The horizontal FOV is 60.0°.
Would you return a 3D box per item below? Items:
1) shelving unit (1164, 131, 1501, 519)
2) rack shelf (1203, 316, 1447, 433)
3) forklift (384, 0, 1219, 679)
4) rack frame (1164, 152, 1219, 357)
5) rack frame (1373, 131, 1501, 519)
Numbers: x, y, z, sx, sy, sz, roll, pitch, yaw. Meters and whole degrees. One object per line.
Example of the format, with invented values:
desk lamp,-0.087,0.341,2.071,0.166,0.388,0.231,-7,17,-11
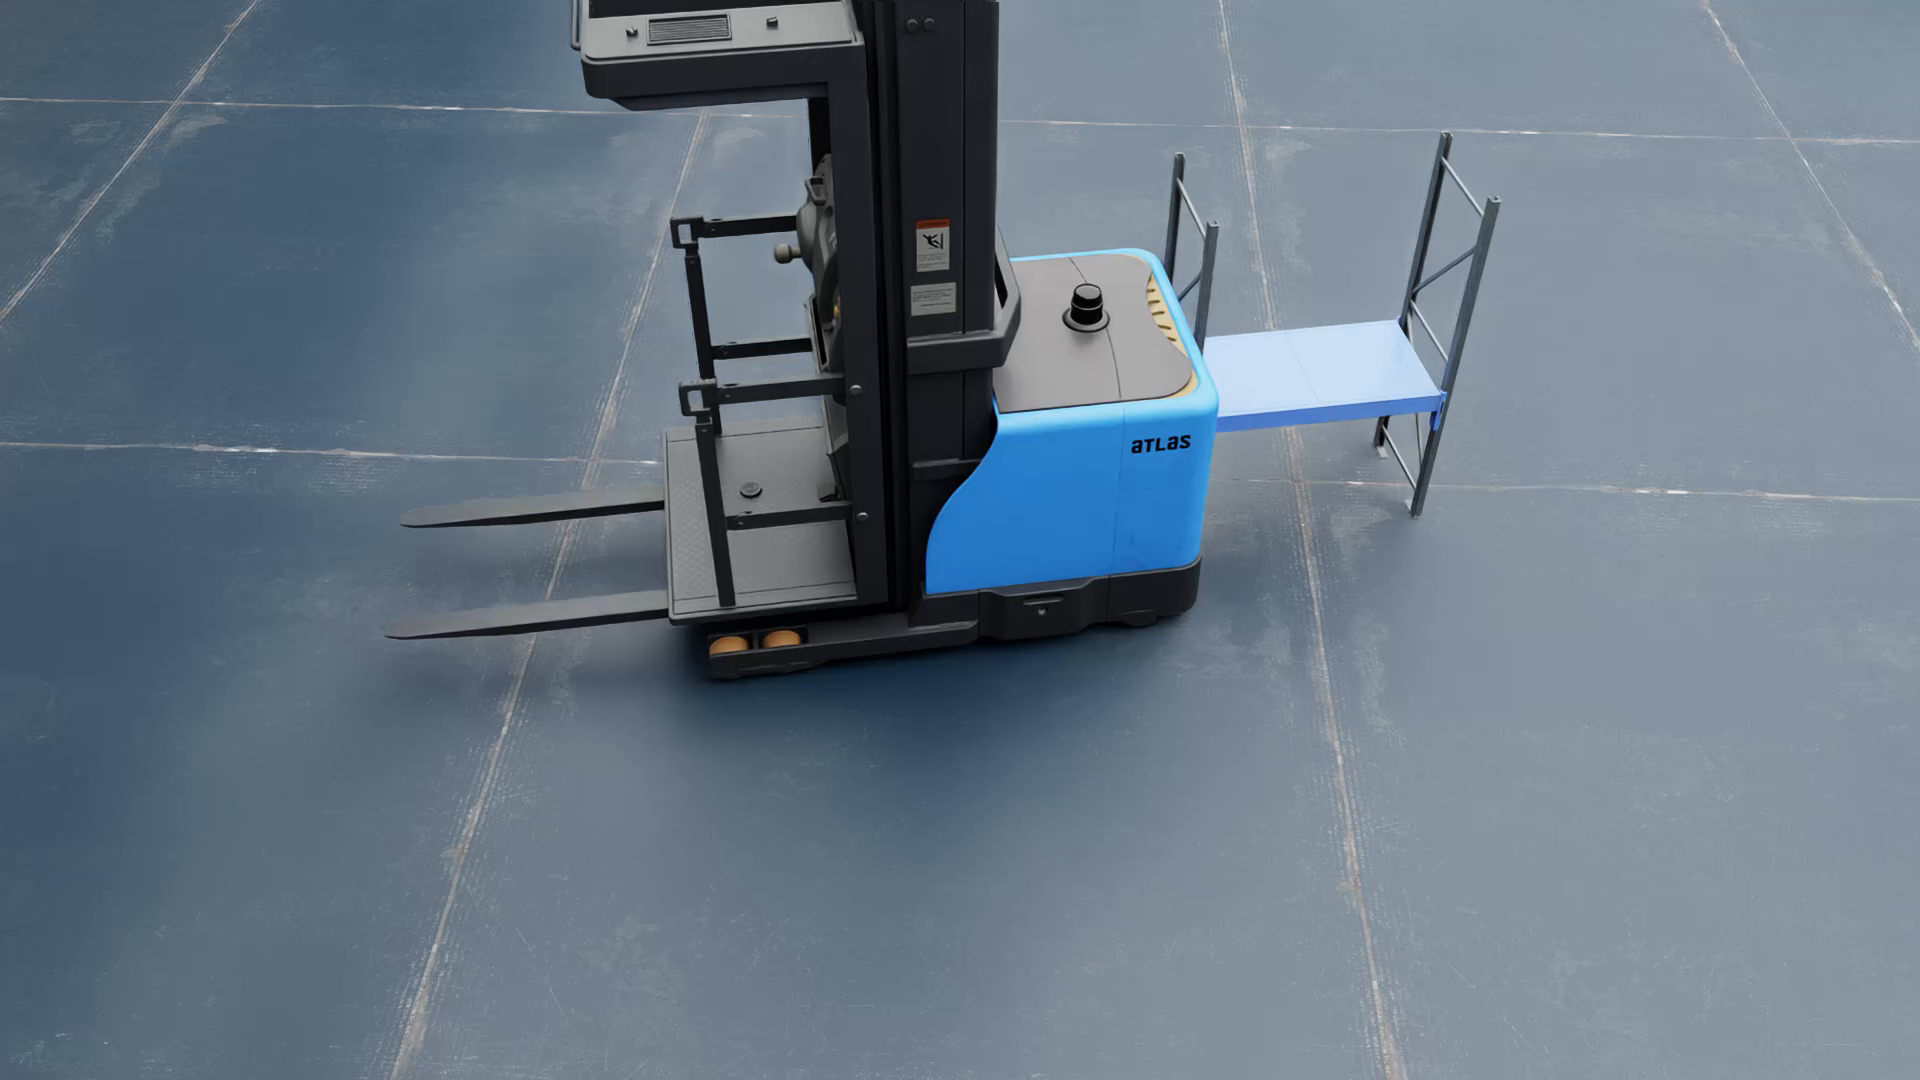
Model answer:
shelving unit,1.339,-0.751,6.456,1.048,1.500,0.538,-6,43,-6
rack shelf,1.339,-0.619,6.578,1.000,0.185,0.538,-6,43,-6
forklift,-0.649,-0.942,5.611,3.031,2.935,1.130,-6,43,-6
rack frame,0.837,-0.698,6.399,0.032,1.500,0.500,-6,43,-6
rack frame,1.842,-0.804,6.513,0.032,1.500,0.500,-6,43,-6
